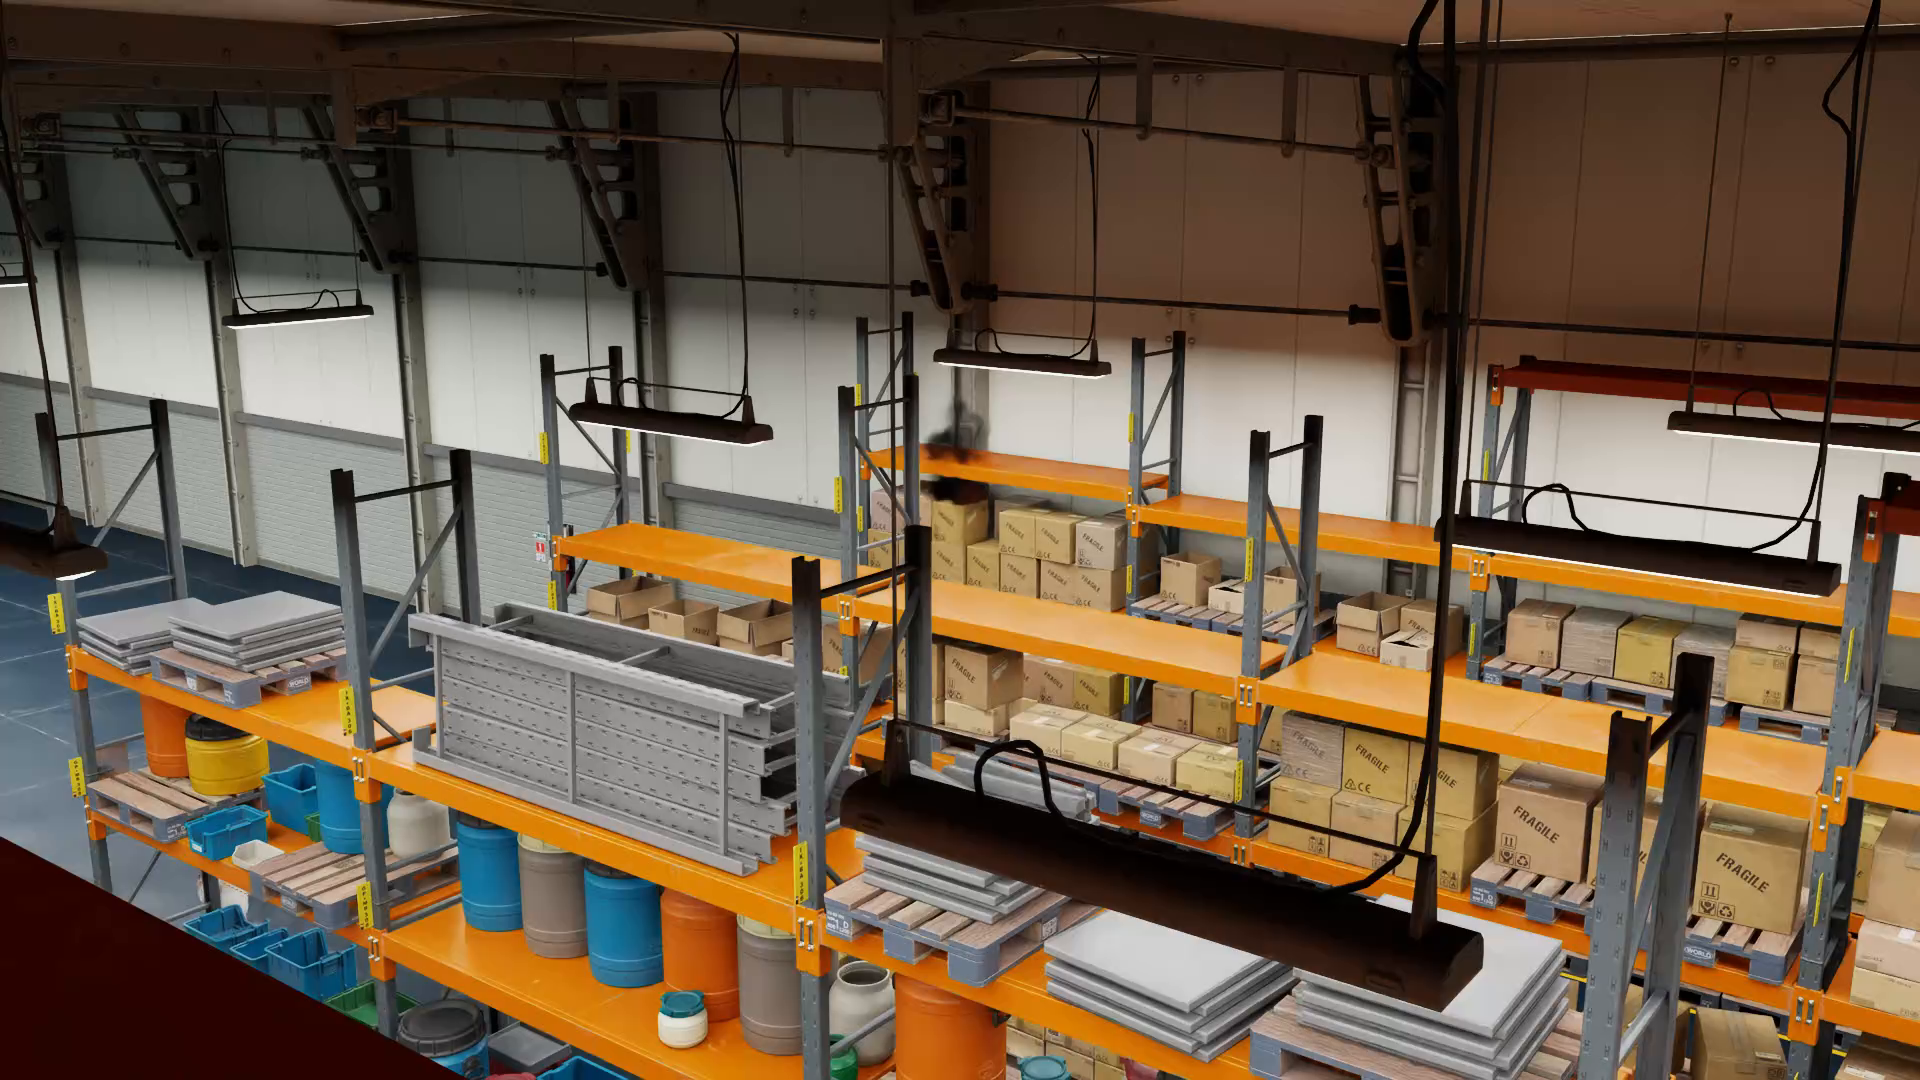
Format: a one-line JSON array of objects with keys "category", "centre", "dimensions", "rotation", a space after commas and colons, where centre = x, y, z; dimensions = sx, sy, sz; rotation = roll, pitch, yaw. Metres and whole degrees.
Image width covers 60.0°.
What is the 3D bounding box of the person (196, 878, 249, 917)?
[{"category": "person", "centre": [-7.096, 3.587, 16.059], "dimensions": [0.888, 1.756, 0.733], "rotation": [2, 13, 7]}]
